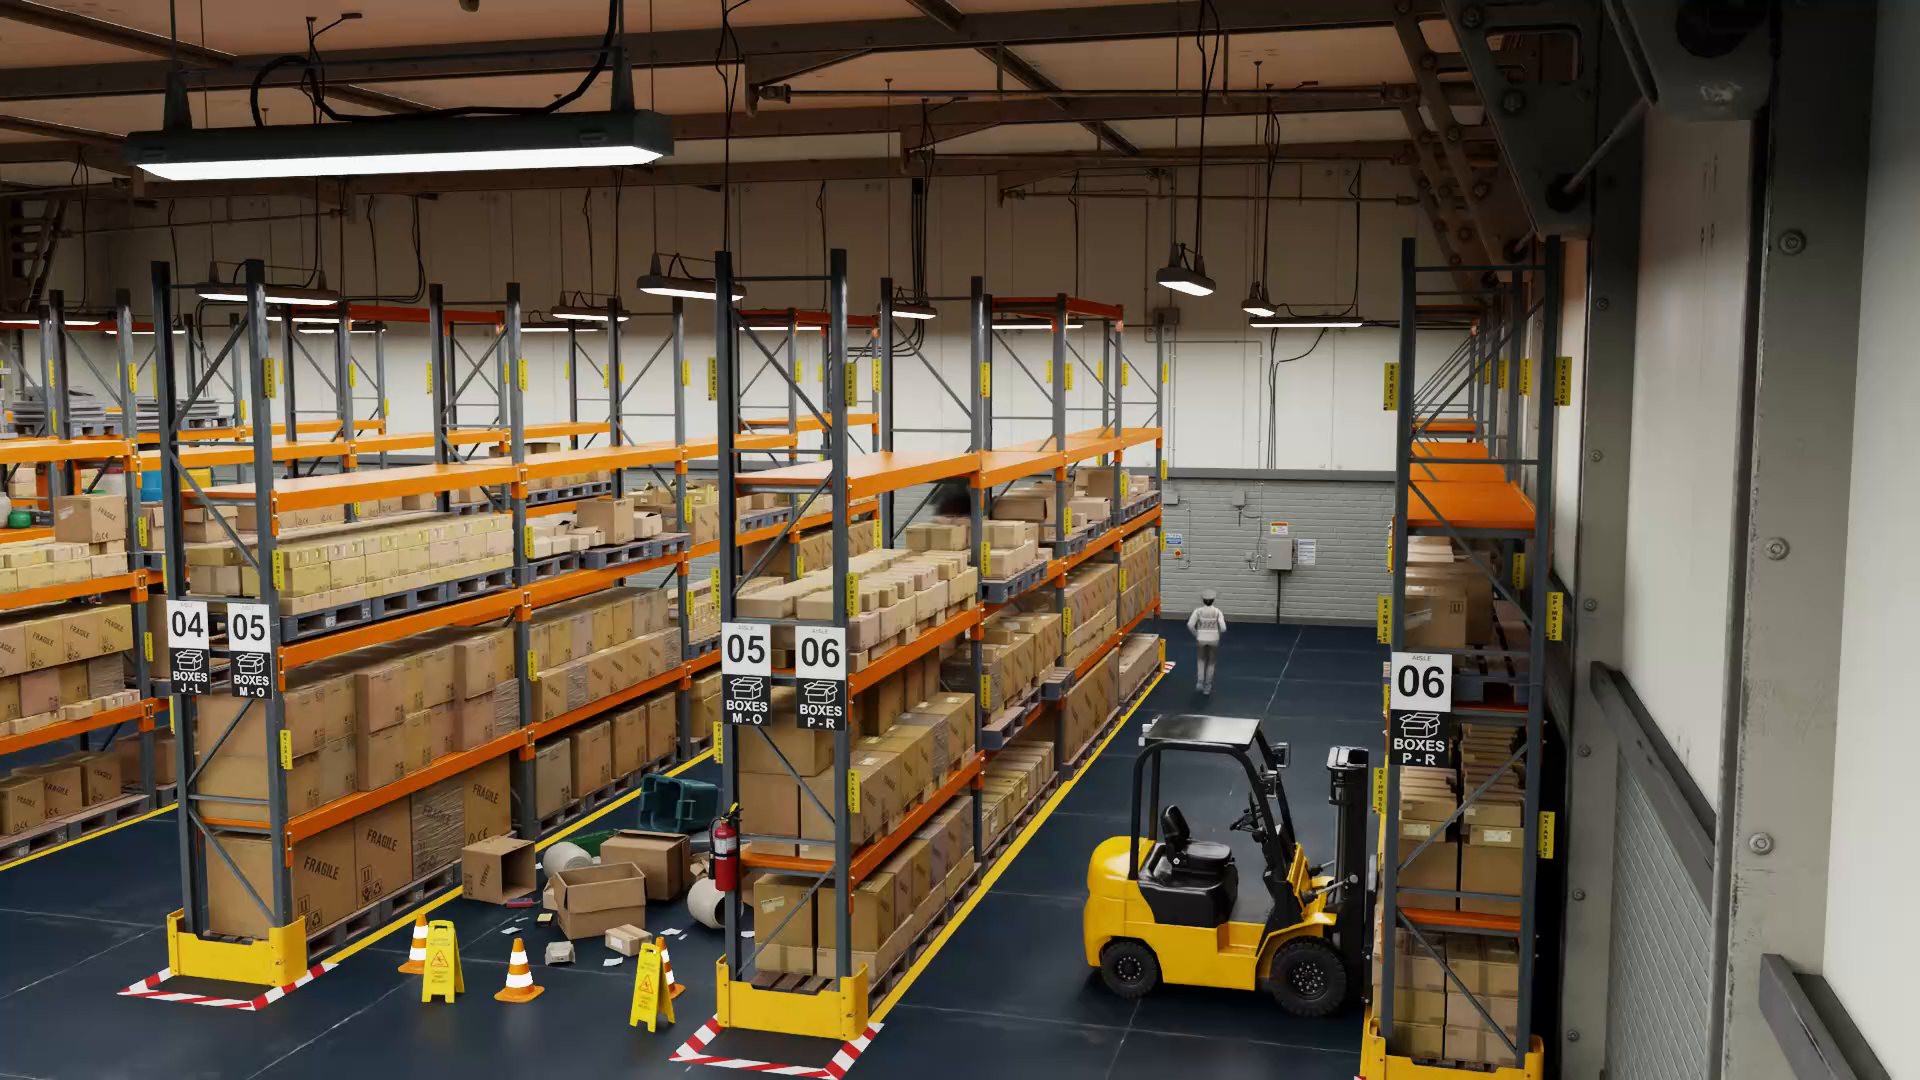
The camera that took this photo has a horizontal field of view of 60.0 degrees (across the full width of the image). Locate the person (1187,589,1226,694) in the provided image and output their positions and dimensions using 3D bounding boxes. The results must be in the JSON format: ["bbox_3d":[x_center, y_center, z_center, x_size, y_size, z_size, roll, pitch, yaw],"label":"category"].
[{"bbox_3d":[3.878,1.577,26.112,0.605,1.654,0.547,1,6,14],"label":"person"}]
